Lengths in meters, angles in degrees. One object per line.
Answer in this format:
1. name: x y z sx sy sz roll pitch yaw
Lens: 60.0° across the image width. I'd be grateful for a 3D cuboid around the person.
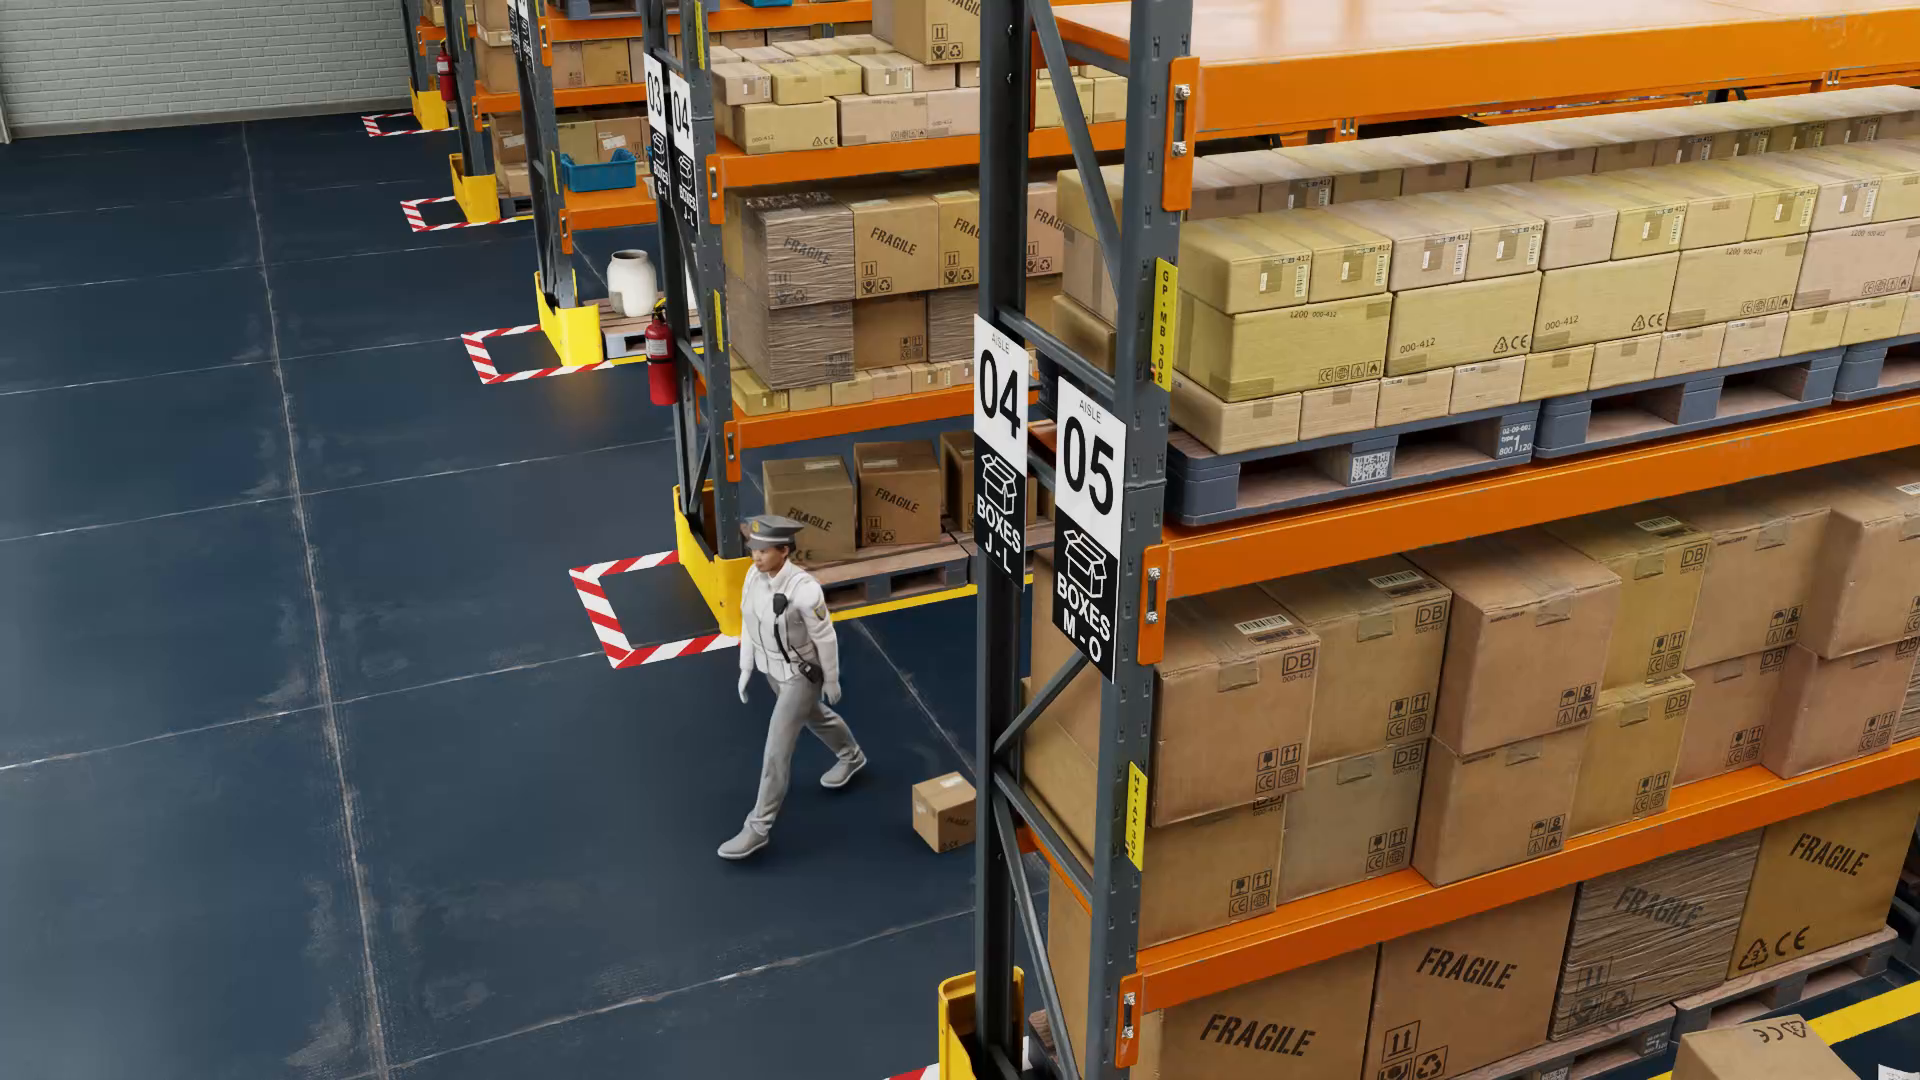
1. person: -0.834 0.603 7.832 1.016 1.609 0.481 -22 34 -38
